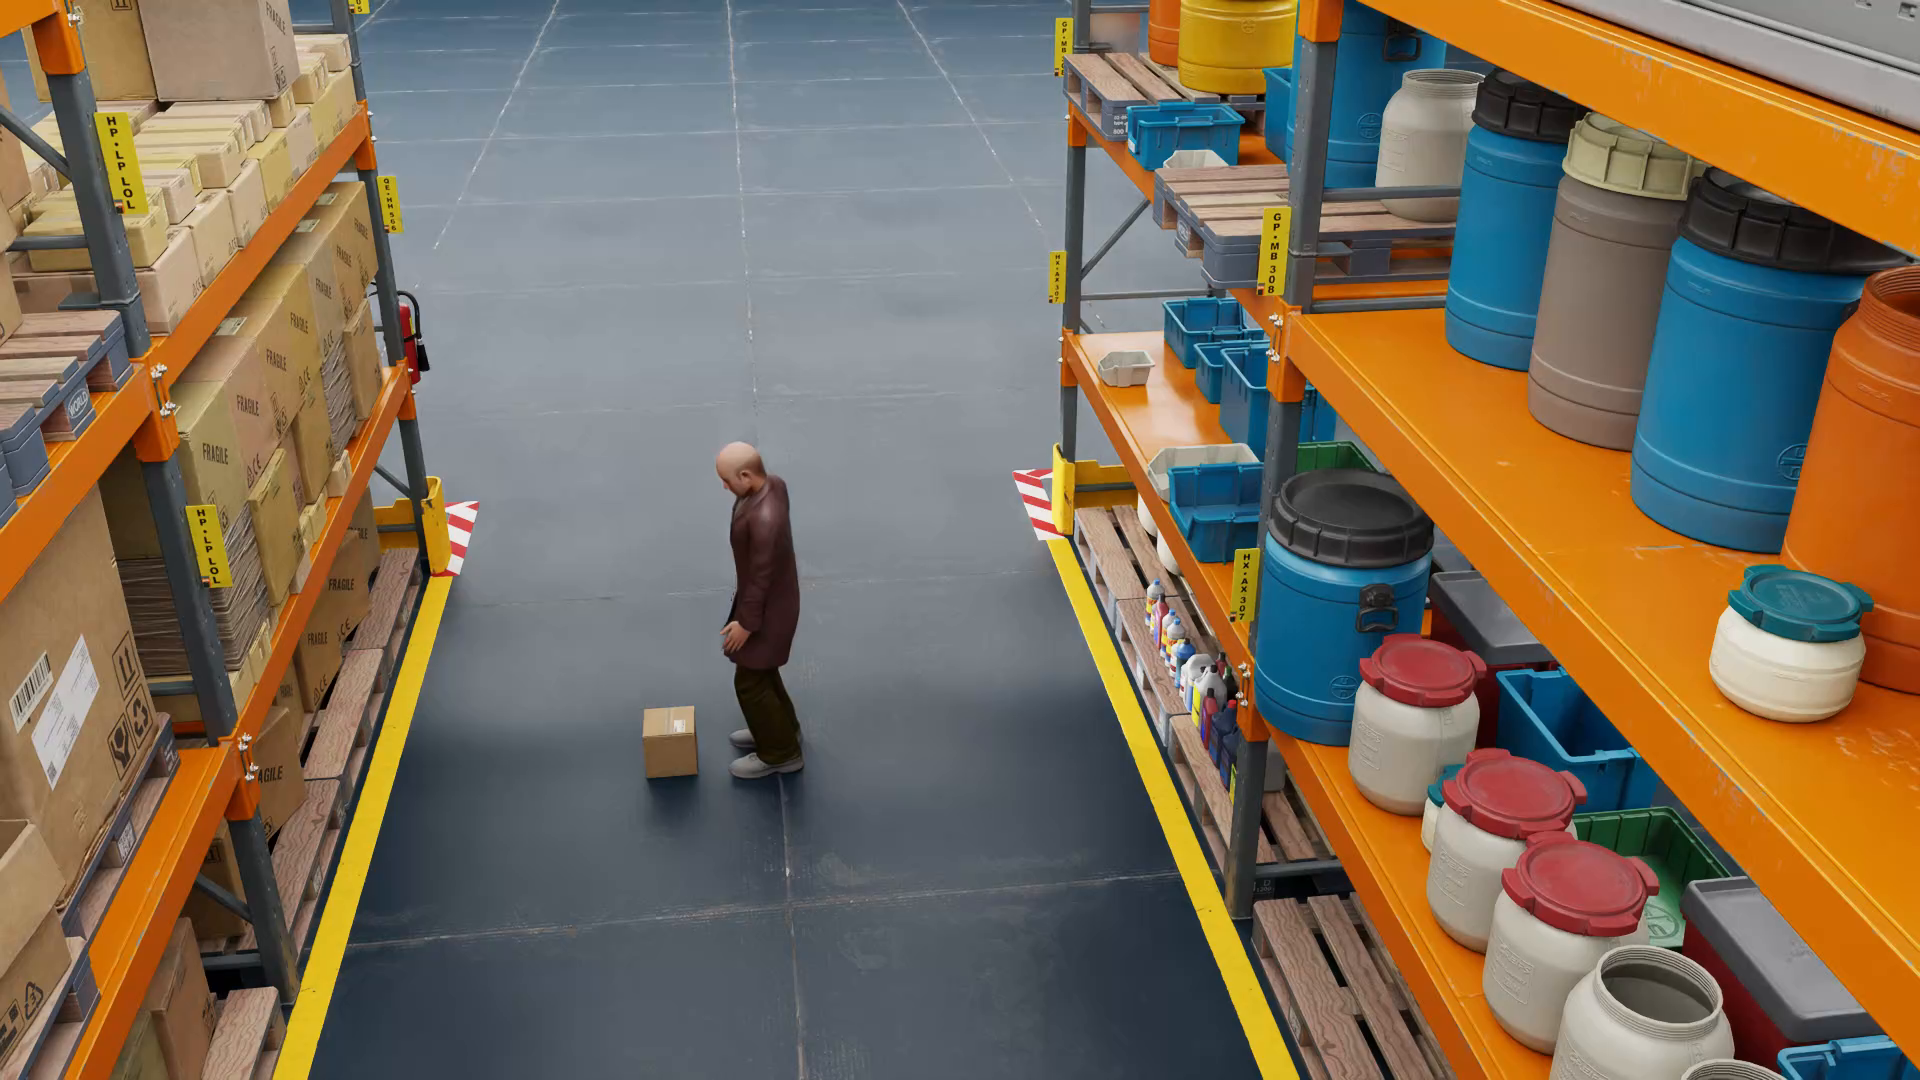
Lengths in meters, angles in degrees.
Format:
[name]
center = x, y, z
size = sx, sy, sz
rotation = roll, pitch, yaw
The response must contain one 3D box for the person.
[person]
center = -0.969, 0.333, 8.016
size = 0.396, 1.752, 0.579
rotation = -3, 27, -5
